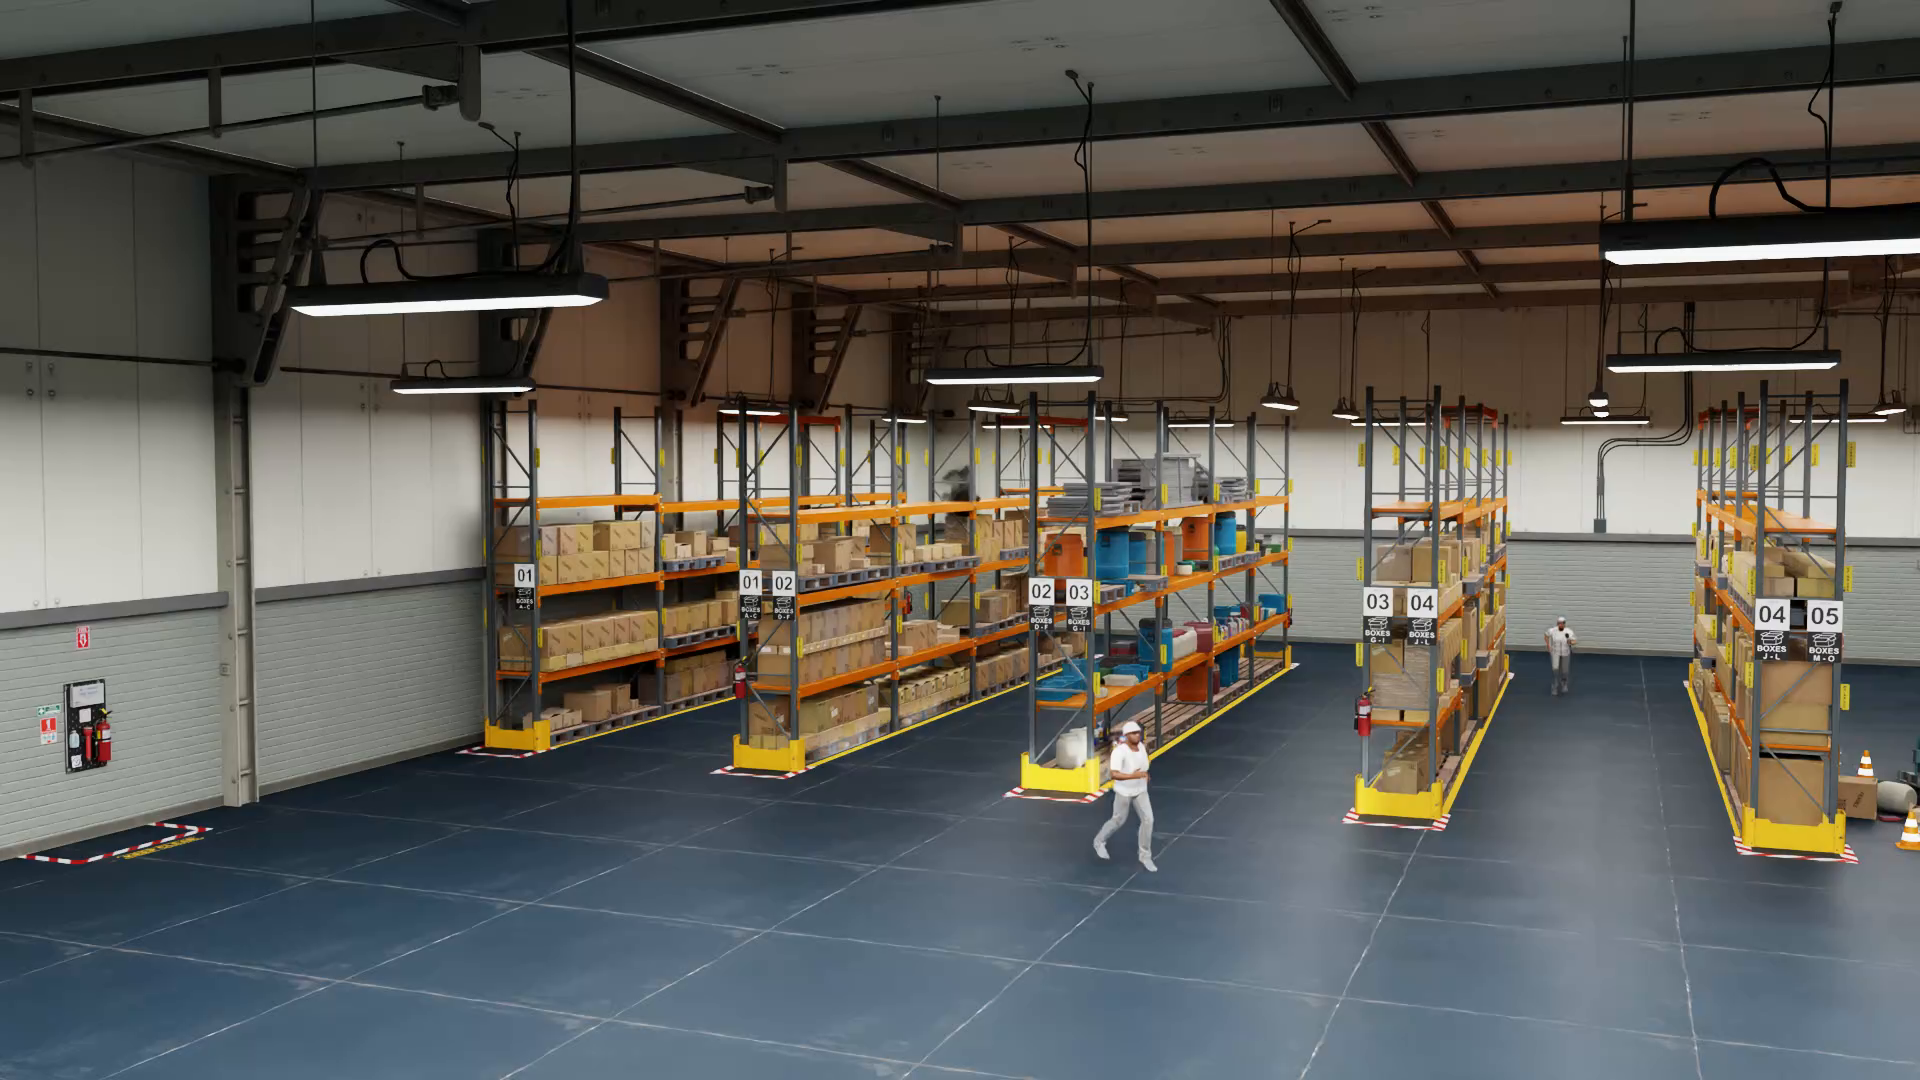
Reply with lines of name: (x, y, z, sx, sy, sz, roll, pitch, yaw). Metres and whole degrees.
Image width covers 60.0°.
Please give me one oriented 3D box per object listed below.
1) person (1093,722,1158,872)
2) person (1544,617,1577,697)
person: (2.057, 3.113, 20.400, 0.710, 1.811, 0.913, -2, 3, -36)
person: (12.708, 2.451, 35.182, 0.646, 1.675, 0.794, 1, 3, 15)
